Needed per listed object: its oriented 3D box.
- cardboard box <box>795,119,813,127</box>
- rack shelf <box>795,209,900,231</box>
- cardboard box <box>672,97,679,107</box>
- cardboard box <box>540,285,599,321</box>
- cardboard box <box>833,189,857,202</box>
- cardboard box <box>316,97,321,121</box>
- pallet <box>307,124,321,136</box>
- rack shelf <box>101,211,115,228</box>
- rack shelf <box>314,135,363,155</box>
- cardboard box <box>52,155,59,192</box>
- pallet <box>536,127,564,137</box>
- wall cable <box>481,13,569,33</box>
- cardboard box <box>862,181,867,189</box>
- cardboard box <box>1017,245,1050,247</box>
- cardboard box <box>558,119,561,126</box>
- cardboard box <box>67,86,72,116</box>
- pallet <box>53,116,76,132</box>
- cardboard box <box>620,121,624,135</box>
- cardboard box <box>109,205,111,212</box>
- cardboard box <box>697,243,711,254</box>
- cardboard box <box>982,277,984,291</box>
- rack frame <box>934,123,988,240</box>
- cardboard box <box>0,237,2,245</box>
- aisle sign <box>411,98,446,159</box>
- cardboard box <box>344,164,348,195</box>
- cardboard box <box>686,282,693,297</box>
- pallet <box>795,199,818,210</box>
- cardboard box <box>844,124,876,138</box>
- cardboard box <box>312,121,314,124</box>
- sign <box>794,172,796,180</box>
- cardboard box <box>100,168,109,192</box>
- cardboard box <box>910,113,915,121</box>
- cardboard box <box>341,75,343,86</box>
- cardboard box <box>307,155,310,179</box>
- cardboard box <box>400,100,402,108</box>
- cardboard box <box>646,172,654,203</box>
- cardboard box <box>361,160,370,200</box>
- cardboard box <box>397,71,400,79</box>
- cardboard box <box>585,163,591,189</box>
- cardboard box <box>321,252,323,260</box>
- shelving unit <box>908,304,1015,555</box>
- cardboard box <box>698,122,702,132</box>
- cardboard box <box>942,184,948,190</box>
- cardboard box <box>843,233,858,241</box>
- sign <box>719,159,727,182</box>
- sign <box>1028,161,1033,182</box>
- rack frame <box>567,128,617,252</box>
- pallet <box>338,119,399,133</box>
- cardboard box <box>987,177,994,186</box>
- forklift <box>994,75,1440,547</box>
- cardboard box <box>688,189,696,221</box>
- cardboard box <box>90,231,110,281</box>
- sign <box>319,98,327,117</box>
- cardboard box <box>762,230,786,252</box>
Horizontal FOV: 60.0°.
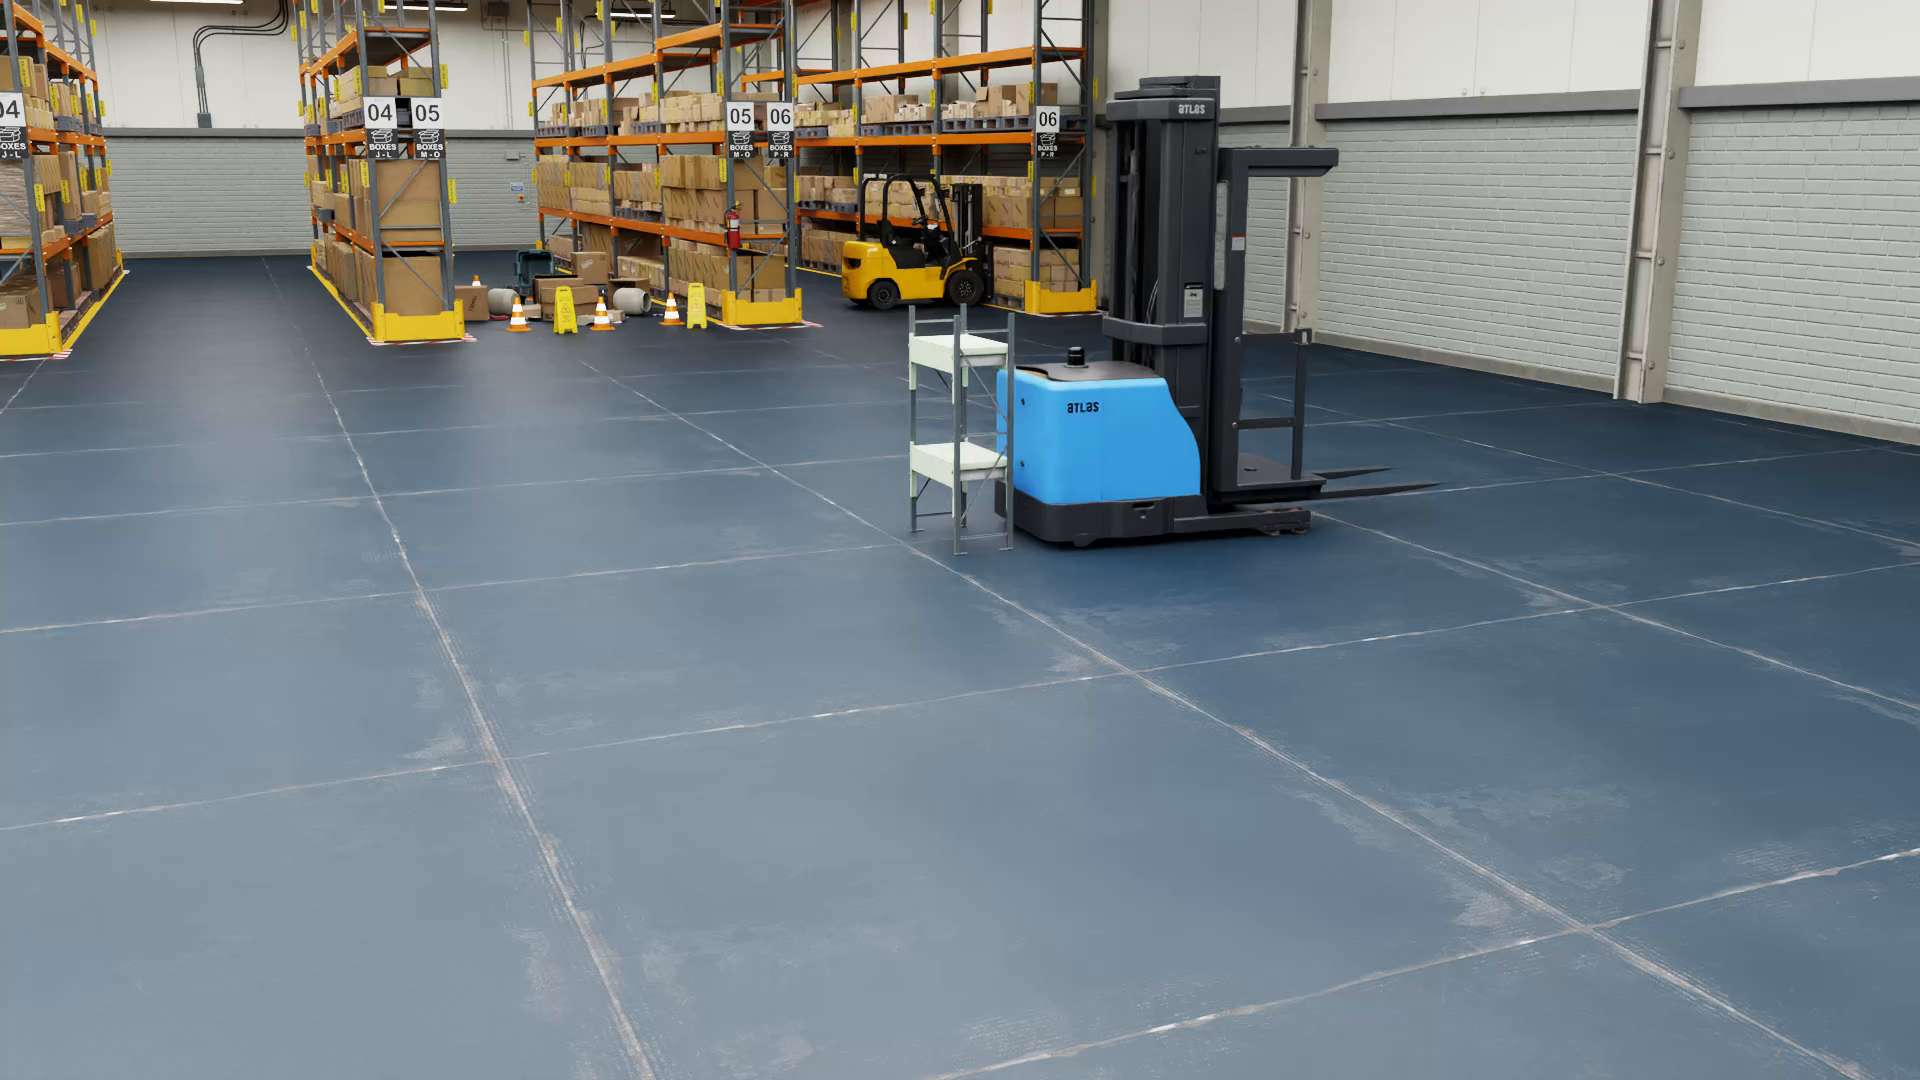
[{"bbox_3d":[-3.364,-9.071,36.161,0.380,0.149,0.250,-5,14,-22],"label":"cardboard box"},{"bbox_3d":[-2.389,-6.869,35.492,1.077,0.370,4.000,-6,14,-23],"label":"rack shelf"},{"bbox_3d":[-4.396,-7.001,26.601,0.380,0.149,0.250,-6,14,-23],"label":"cardboard box"},{"bbox_3d":[-5.954,-3.622,25.405,0.637,0.503,0.797,6,14,26],"label":"cardboard box"},{"bbox_3d":[-2.308,-7.127,34.411,0.500,0.250,0.500,-6,14,-26],"label":"cardboard box"},{"bbox_3d":[-11.734,-8.101,31.406,0.797,0.503,0.637,-6,14,-24],"label":"cardboard box"},{"bbox_3d":[-11.664,-7.734,31.399,1.213,0.211,1.003,-6,14,-23],"label":"pallet"},{"bbox_3d":[-17.619,-6.351,33.255,1.077,0.370,4.000,-6,14,-23],"label":"rack shelf"},{"bbox_3d":[-11.431,-7.413,31.191,1.077,0.370,4.000,-6,14,-23],"label":"rack shelf"},{"bbox_3d":[-12.979,-5.145,23.349,0.500,0.500,0.500,-6,14,-23],"label":"cardboard box"},{"bbox_3d":[-9.033,-9.276,37.840,1.003,0.211,1.213,-6,14,-23],"label":"pallet"},{"bbox_3d":[-11.186,-12.150,43.409,2.355,3.000,0.029,-6,14,-23],"label":"wall cable"},{"bbox_3d":[-1.731,-7.079,33.142,0.380,0.149,0.250,-5,14,-21],"label":"cardboard box"},{"bbox_3d":[1.203,-4.829,28.032,0.500,0.250,0.500,-6,14,-23],"label":"cardboard box"},{"bbox_3d":[-8.392,-8.934,35.568,0.380,0.149,0.250,-5,14,-22],"label":"cardboard box"},{"bbox_3d":[-14.795,-7.140,27.083,0.500,0.500,0.500,-5,14,-21],"label":"cardboard box"},{"bbox_3d":[-13.762,-6.143,24.523,1.213,0.211,1.003,-6,14,-23],"label":"pallet"},{"bbox_3d":[-6.062,-7.620,30.787,0.396,0.266,0.258,-6,14,-23],"label":"cardboard box"},{"bbox_3d":[-17.770,-6.843,34.341,0.380,0.149,0.250,-6,14,-23],"label":"cardboard box"},{"bbox_3d":[-3.901,-4.569,26.025,0.380,0.149,0.250,-5,14,-21],"label":"cardboard box"},{"bbox_3d":[0.527,-4.400,28.396,0.500,0.250,0.500,-5,14,-21],"label":"cardboard box"},{"bbox_3d":[0.014,-5.980,30.055,1.000,3.000,0.127,-6,14,-23],"label":"rack frame"},{"bbox_3d":[-12.647,-3.879,21.534,0.380,0.149,0.250,-6,14,-23],"label":"cardboard box"},{"bbox_3d":[-7.122,-5.515,22.282,0.394,0.787,0.004,-6,14,-23],"label":"aisle sign"},{"bbox_3d":[-10.048,-6.121,28.226,0.700,0.500,0.500,-6,14,-24],"label":"cardboard box"},{"bbox_3d":[-4.105,-4.031,26.800,0.500,0.250,0.500,-6,14,-24],"label":"cardboard box"},{"bbox_3d":[-2.971,-7.364,36.462,1.003,0.211,1.213,-6,14,-23],"label":"pallet"},{"bbox_3d":[-2.016,-8.279,33.668,0.500,0.250,0.500,-6,14,-25],"label":"cardboard box"},{"bbox_3d":[-12.650,-8.420,33.169,0.500,0.250,0.500,-6,14,-26],"label":"cardboard box"},{"bbox_3d":[-3.685,-8.004,36.880,0.100,0.325,0.005,-6,14,-23],"label":"sign"},{"bbox_3d":[-17.984,-7.475,34.525,0.500,0.500,0.500,-5,14,-22],"label":"cardboard box"},{"bbox_3d":[-0.705,-7.772,30.549,0.380,0.149,0.250,-6,14,-23],"label":"cardboard box"},{"bbox_3d":[-8.989,-6.833,24.723,0.380,0.149,0.250,-6,14,-23],"label":"cardboard box"},{"bbox_3d":[-13.898,-8.106,36.143,0.500,0.500,0.500,-6,14,-23],"label":"cardboard box"},{"bbox_3d":[-7.774,-6.189,23.711,0.380,0.149,0.250,-6,14,-23],"label":"cardboard box"},{"bbox_3d":[-5.128,-6.106,28.787,0.500,0.500,0.500,-6,14,-23],"label":"cardboard box"},{"bbox_3d":[-7.843,-5.021,23.184,0.875,0.550,0.550,-6,14,-23],"label":"cardboard box"},{"bbox_3d":[-7.776,-6.578,23.621,0.380,0.149,0.250,-6,14,-24],"label":"cardboard box"},{"bbox_3d":[-7.184,-7.290,33.276,0.500,0.500,0.500,-6,14,-24],"label":"cardboard box"},{"bbox_3d":[-12.893,-5.821,34.100,0.380,0.149,0.250,-6,14,-25],"label":"cardboard box"},{"bbox_3d":[0.003,-0.729,10.695,0.431,1.500,0.755,-6,14,-23],"label":"shelving unit"},{"bbox_3d":[-3.817,-6.359,25.597,0.380,0.149,0.250,-6,14,-25],"label":"cardboard box"},{"bbox_3d":[-0.099,-6.255,29.583,0.380,0.149,0.250,-6,14,-24],"label":"cardboard box"},{"bbox_3d":[-2.221,-6.300,34.613,0.380,0.149,0.250,-6,14,-25],"label":"cardboard box"},{"bbox_3d":[-3.447,-5.376,24.179,0.100,0.325,0.005,-6,14,-23],"label":"sign"},{"bbox_3d":[1.114,-5.787,26.128,0.100,0.325,0.005,-6,14,-23],"label":"sign"},{"bbox_3d":[-7.737,-7.184,35.256,1.000,3.000,0.127,-6,14,-23],"label":"rack frame"},{"bbox_3d":[-9.440,-6.616,26.575,0.805,0.209,1.217,-6,14,-25],"label":"pallet"},{"bbox_3d":[0.677,-5.973,27.704,0.380,0.149,0.250,-5,14,-22],"label":"cardboard box"},{"bbox_3d":[1.809,-1.563,11.122,3.031,2.935,1.130,-5,14,-19],"label":"forklift"},{"bbox_3d":[-3.979,-5.299,26.232,0.500,0.500,0.500,-5,14,-22],"label":"cardboard box"},{"bbox_3d":[-16.184,-5.143,30.220,1.225,0.875,0.875,-6,14,-25],"label":"cardboard box"},{"bbox_3d":[-11.128,-7.554,29.057,0.100,0.325,0.005,-6,14,-23],"label":"sign"},{"bbox_3d":[-4.328,-7.131,39.640,0.700,0.500,0.500,-5,14,-21],"label":"cardboard box"}]
